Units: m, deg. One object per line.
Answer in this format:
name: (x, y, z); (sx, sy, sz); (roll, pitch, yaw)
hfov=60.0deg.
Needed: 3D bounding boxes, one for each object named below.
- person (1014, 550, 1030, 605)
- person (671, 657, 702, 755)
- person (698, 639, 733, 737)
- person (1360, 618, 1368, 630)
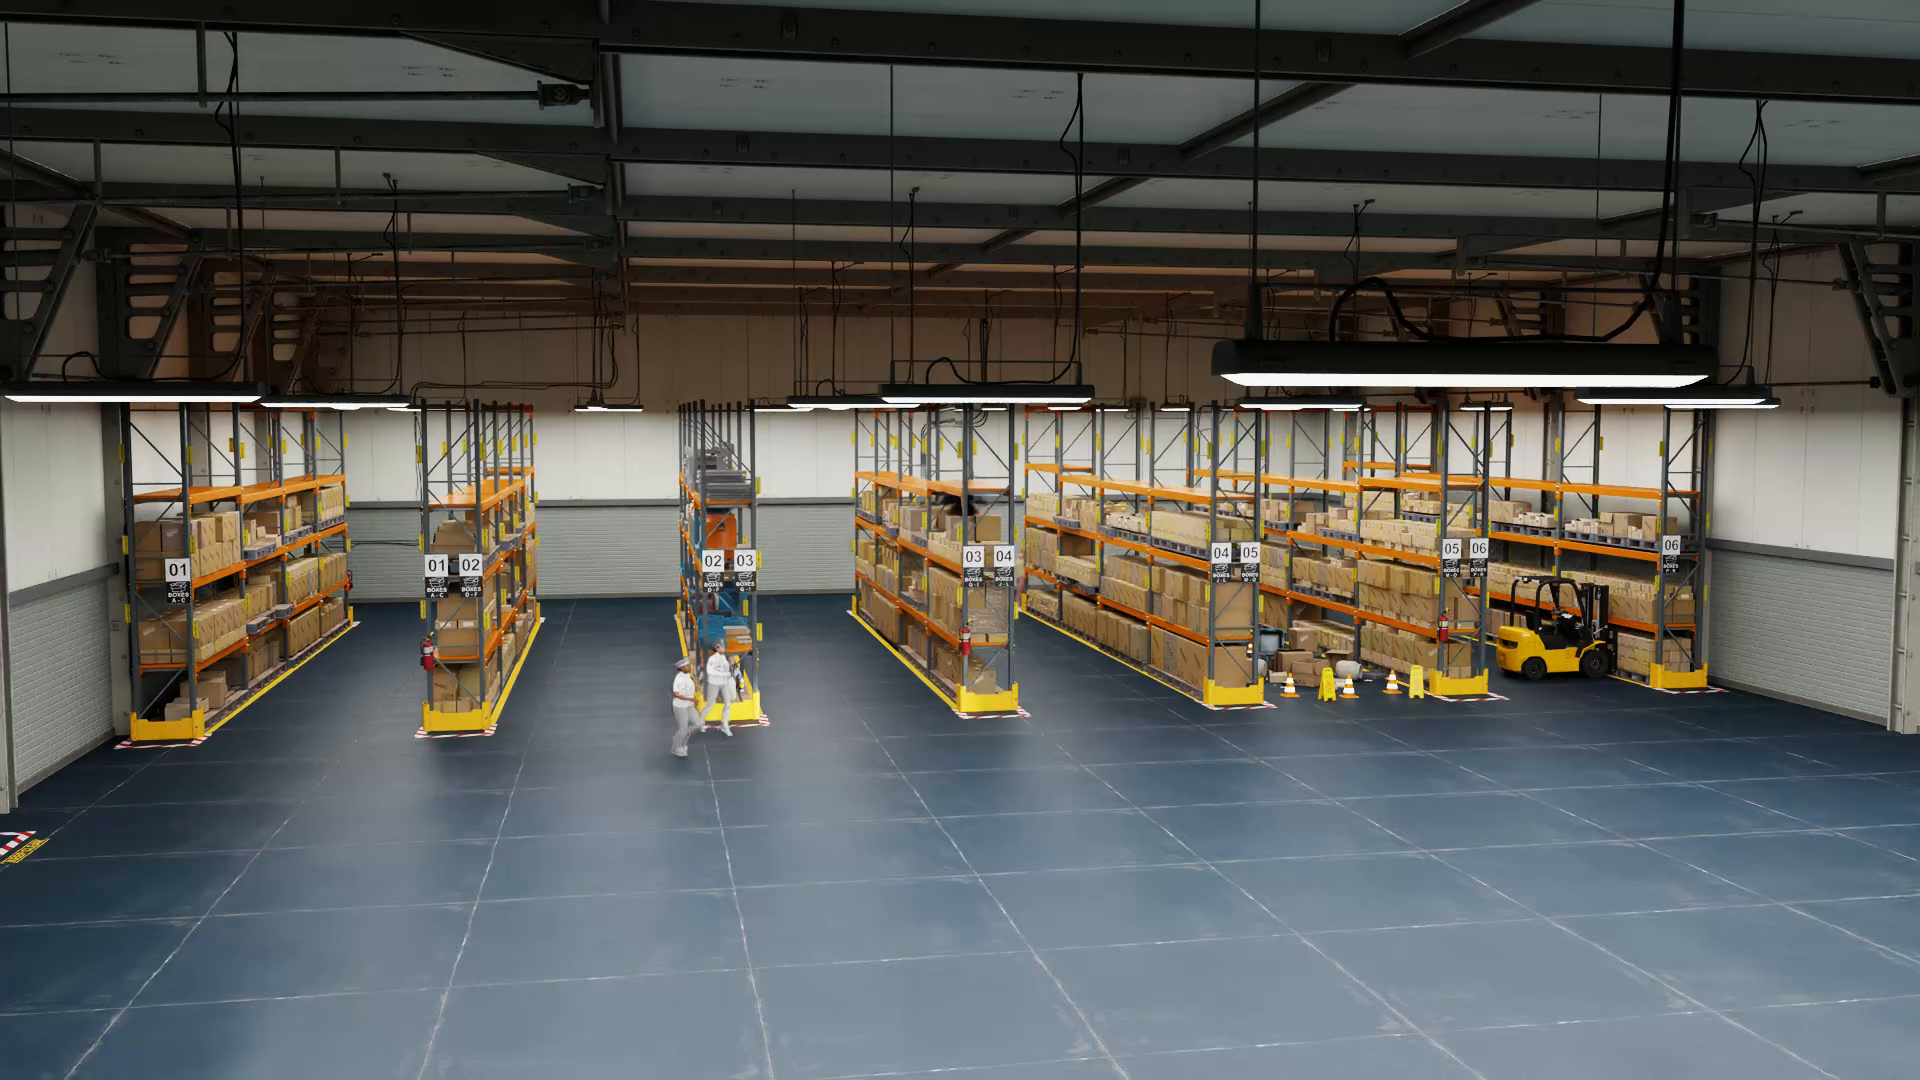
person: (1.835, 1.120, 49.745); (0.577, 1.667, 0.955); (4, 6, 42)
person: (-4.586, 2.786, 27.858); (0.580, 1.657, 0.576); (1, 5, 18)
person: (-4.346, 2.621, 29.787); (0.818, 1.715, 0.641); (2, 5, 29)
person: (10.666, 1.644, 43.927); (0.541, 1.560, 0.549); (-2, 5, -21)
